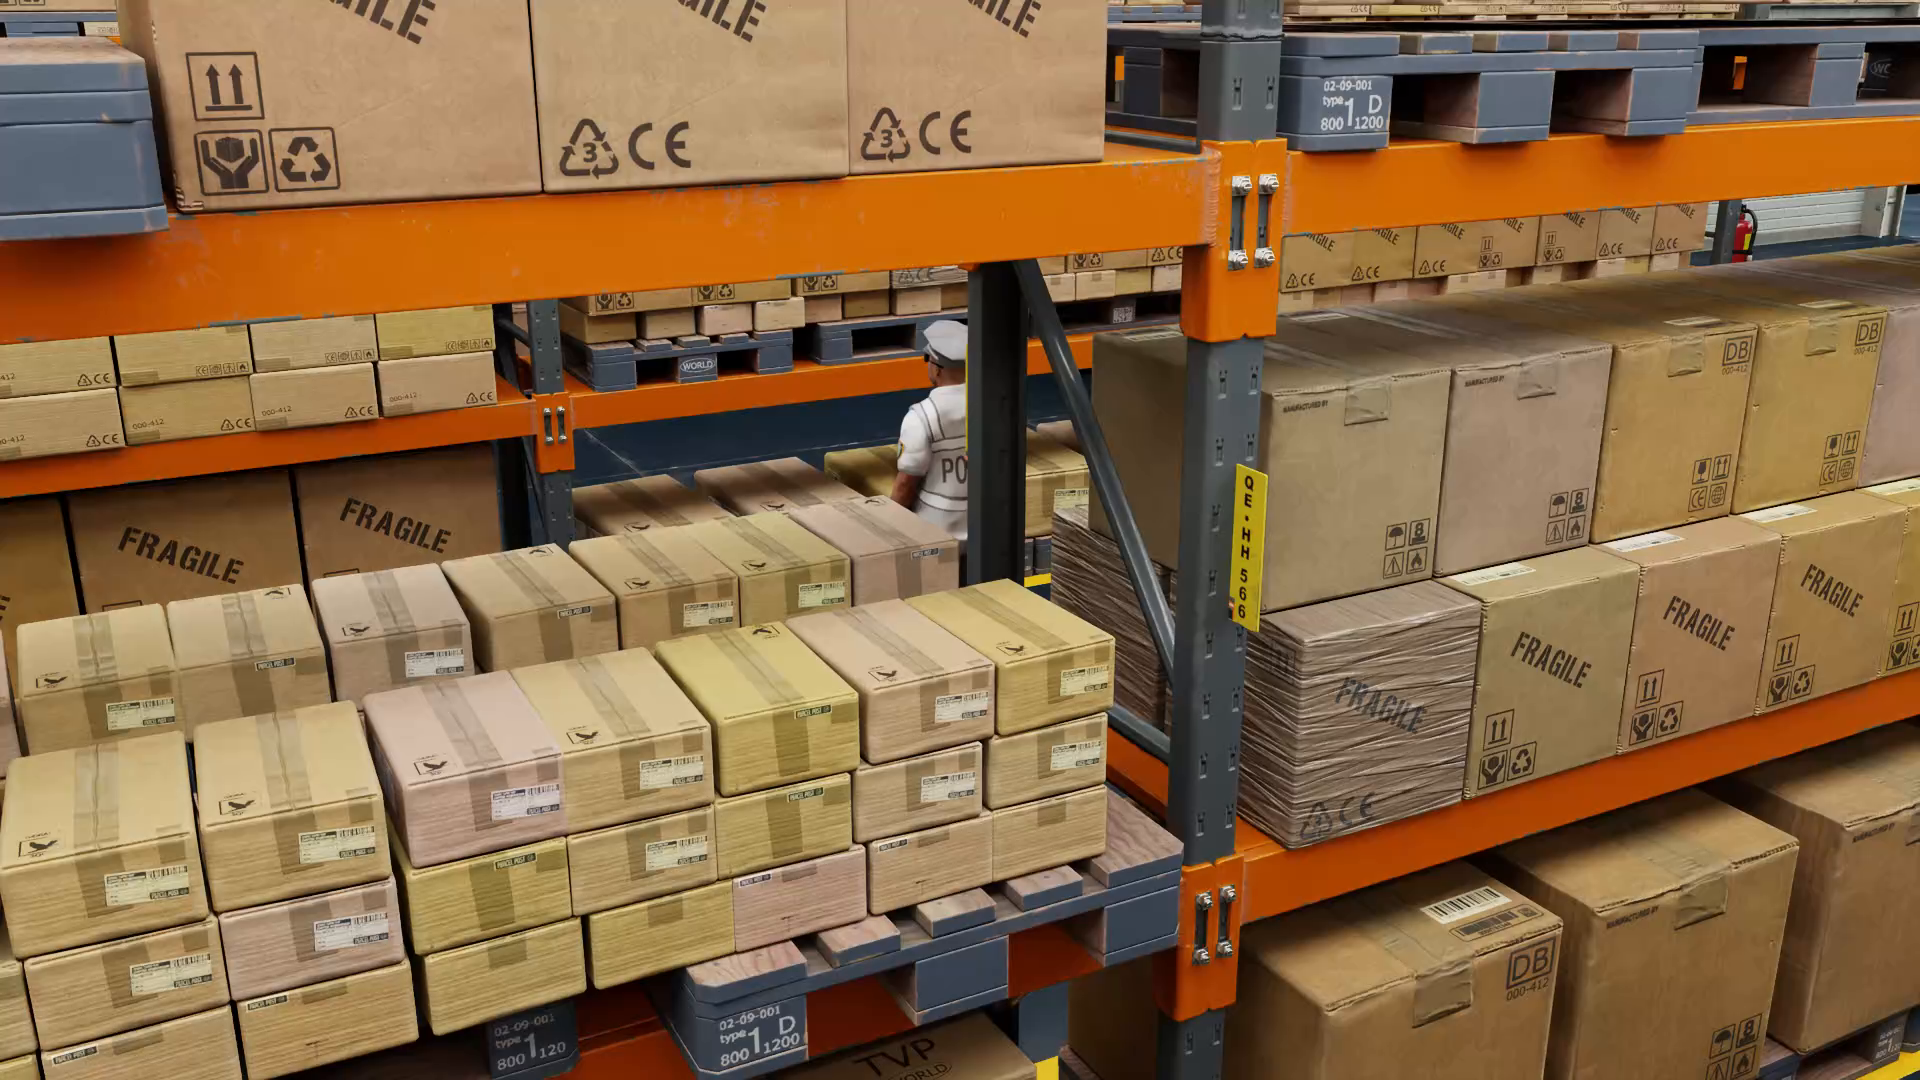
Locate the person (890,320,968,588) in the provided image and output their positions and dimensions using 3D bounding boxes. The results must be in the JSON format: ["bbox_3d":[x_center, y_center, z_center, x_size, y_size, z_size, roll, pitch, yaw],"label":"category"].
[{"bbox_3d":[-0.061,-0.098,7.267,0.635,1.782,0.575,-10,21,-27],"label":"person"}]
